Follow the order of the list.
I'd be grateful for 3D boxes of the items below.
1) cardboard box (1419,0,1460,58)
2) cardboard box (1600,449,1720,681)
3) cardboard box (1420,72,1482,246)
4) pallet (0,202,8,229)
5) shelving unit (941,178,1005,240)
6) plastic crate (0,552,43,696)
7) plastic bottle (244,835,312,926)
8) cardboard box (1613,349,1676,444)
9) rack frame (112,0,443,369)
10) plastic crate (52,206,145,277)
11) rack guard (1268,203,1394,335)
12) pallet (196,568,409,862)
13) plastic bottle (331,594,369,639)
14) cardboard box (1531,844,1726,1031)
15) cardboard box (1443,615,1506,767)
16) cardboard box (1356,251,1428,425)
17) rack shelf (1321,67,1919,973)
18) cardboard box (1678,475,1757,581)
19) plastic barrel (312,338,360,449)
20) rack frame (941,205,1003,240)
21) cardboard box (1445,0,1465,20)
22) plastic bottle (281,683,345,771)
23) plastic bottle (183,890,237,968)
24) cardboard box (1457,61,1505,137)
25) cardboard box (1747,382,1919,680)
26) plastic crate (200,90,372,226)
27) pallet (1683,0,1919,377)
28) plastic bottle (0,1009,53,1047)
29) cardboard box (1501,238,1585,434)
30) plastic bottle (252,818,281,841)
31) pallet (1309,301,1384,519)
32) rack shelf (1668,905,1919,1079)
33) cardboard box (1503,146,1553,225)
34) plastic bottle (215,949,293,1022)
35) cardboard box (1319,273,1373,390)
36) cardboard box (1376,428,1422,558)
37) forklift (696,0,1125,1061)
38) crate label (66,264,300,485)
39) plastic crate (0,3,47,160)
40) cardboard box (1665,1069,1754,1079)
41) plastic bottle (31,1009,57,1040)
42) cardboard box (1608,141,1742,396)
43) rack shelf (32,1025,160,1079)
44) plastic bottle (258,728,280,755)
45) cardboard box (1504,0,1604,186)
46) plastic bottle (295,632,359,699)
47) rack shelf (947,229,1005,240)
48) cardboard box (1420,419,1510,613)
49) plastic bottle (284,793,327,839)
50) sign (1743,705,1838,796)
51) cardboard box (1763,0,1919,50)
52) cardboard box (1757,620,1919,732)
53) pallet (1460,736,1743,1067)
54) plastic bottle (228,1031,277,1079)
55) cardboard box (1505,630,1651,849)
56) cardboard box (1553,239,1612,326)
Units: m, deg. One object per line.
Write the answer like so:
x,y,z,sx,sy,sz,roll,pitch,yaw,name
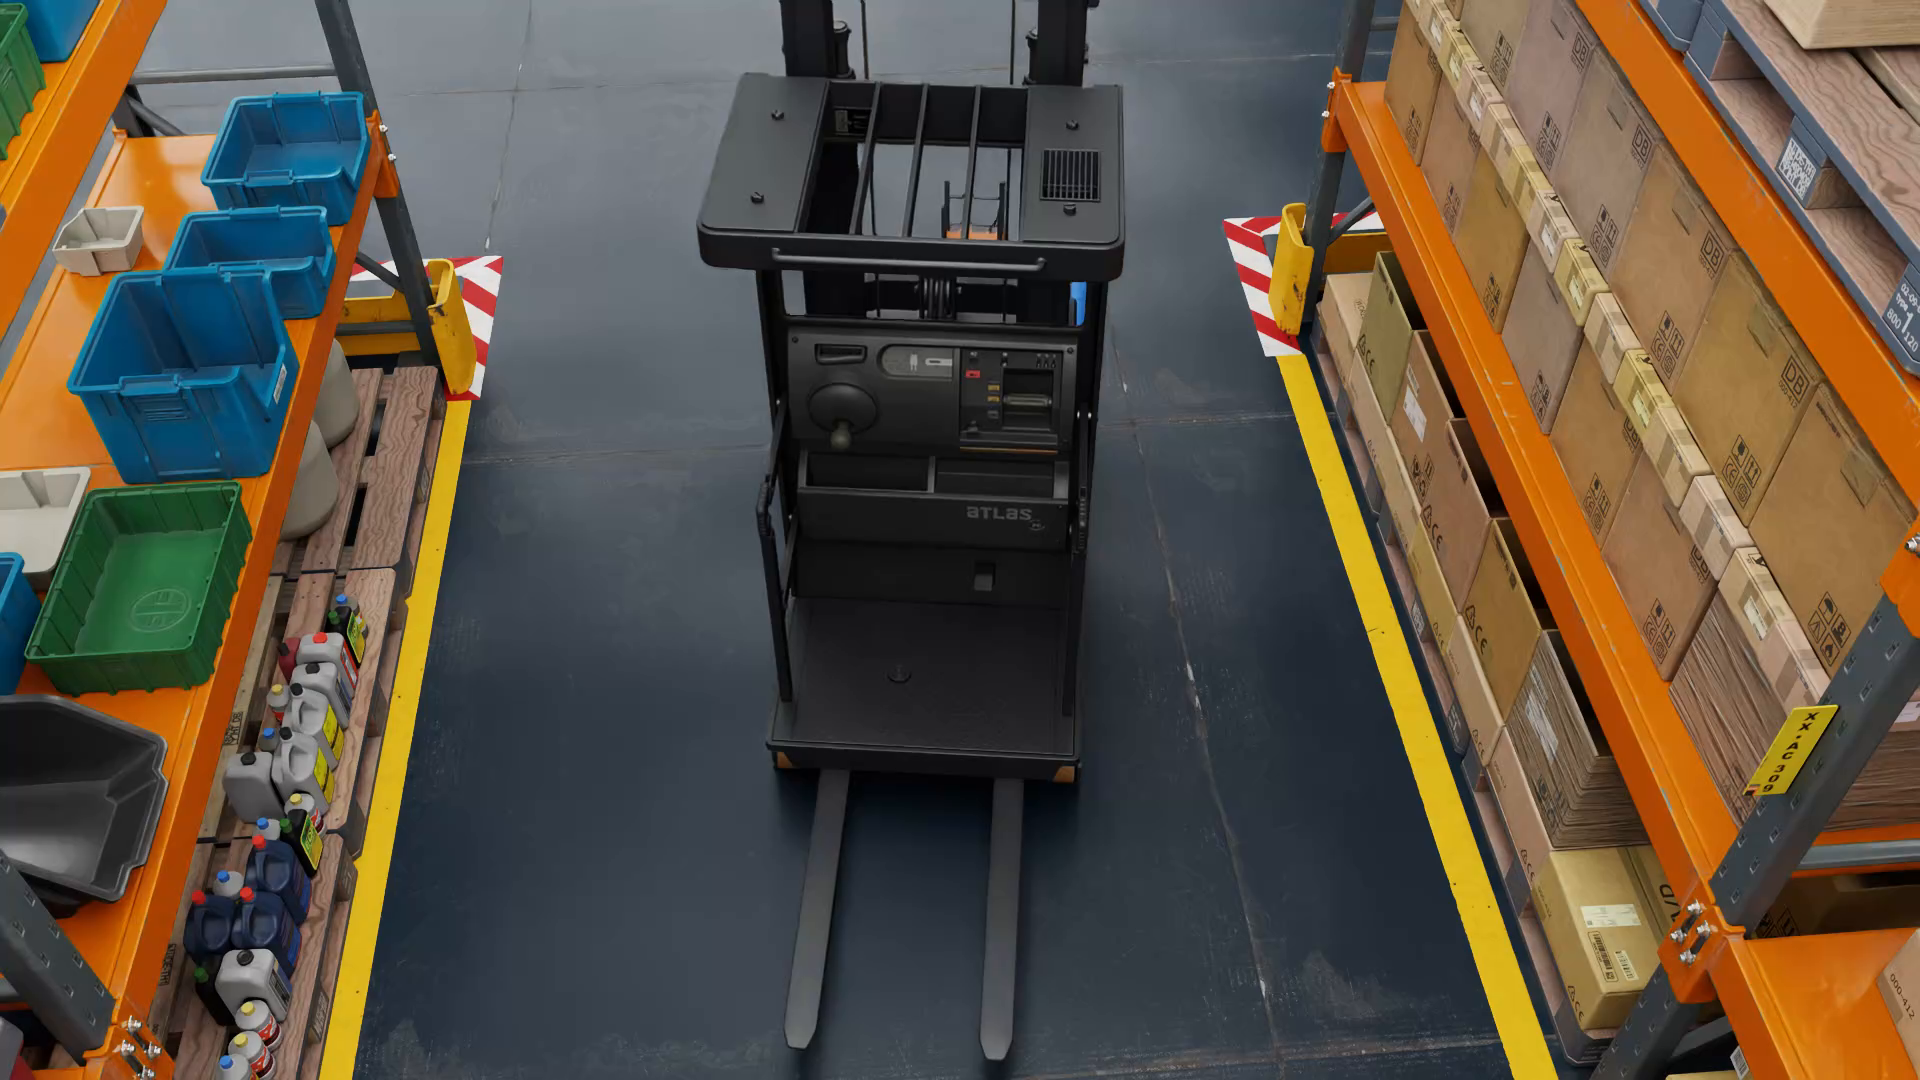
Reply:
1.917,-1.899,6.104,0.380,0.149,0.250,-5,47,-4,cardboard box
2.314,0.028,4.725,0.700,0.500,0.500,-4,47,-4,cardboard box
2.149,-1.446,6.121,0.700,0.500,0.500,-2,47,-2,cardboard box
-2.686,-0.420,3.283,1.213,0.211,1.003,-3,47,-3,pallet
0.054,-0.951,6.960,0.258,1.200,0.189,3,47,2,shelving unit
-2.891,0.329,4.611,0.499,0.251,0.616,-3,47,-3,plastic crate
-2.198,1.076,5.323,0.144,0.351,0.185,-5,47,-5,plastic bottle
2.089,-0.413,4.696,0.380,0.149,0.250,-4,47,-3,cardboard box
-2.863,-1.832,6.555,1.000,3.000,0.127,-3,47,-3,rack frame
-3.109,-1.074,6.019,0.298,0.136,0.250,-3,47,-3,plastic crate
2.071,-1.288,7.762,1.175,0.500,0.348,-3,47,-3,rack guard
-2.648,0.648,6.127,1.003,0.211,1.213,-3,47,-3,pallet
-2.272,0.282,6.178,0.097,0.201,0.097,0,47,0,plastic bottle
2.152,1.243,5.248,0.500,0.250,0.500,-3,47,-3,cardboard box
2.063,0.520,5.933,0.500,0.250,0.500,-3,47,-3,cardboard box
1.940,-0.824,6.689,0.500,0.500,0.500,-3,47,-3,cardboard box
2.241,-0.436,5.729,1.077,0.370,4.000,-3,47,-3,rack shelf
2.129,-0.045,4.348,0.380,0.149,0.250,-5,47,-4,cardboard box
-2.732,-0.649,6.859,0.421,0.512,0.421,0,47,0,plastic barrel
0.048,-0.884,6.898,0.240,1.200,0.006,3,47,2,rack frame
2.104,-2.234,5.974,0.700,0.500,0.500,-3,47,-3,cardboard box
-2.249,0.634,5.741,0.144,0.351,0.185,-2,47,-2,plastic bottle
-2.326,1.222,5.185,0.144,0.351,0.185,-3,47,-3,plastic bottle
1.955,-1.536,5.760,0.380,0.149,0.250,-4,47,-4,cardboard box
2.365,-0.037,3.893,0.700,0.500,0.500,-3,47,-3,cardboard box
-2.523,-1.436,6.283,0.499,0.251,0.616,-3,47,-3,plastic crate
2.311,-0.852,3.623,1.003,0.211,1.213,-3,47,-3,pallet
-2.869,1.374,5.041,0.144,0.351,0.185,-5,47,-4,plastic bottle
2.232,-0.706,5.420,0.700,0.500,0.500,-2,47,-2,cardboard box
-2.247,0.999,5.450,0.097,0.271,0.097,0,47,0,plastic bottle
2.179,-0.620,7.329,1.003,0.211,1.213,-3,47,-3,pallet
2.576,2.459,2.988,1.077,0.370,4.000,-3,47,-3,rack shelf
2.002,-1.159,5.402,0.380,0.149,0.250,-4,47,-4,cardboard box
-2.172,1.358,5.107,0.152,0.276,0.135,-2,47,-2,plastic bottle
1.897,-0.927,7.303,0.500,0.250,0.500,-3,47,-3,cardboard box
1.984,-0.204,6.618,0.500,0.250,0.500,-3,47,-3,cardboard box
-0.102,-0.378,5.226,1.130,2.935,3.031,3,47,2,forklift
-2.439,-0.528,5.297,0.502,0.435,0.616,-3,47,-3,crate label
-2.389,-1.054,3.899,0.336,0.188,0.450,-3,47,-3,plastic crate
2.195,1.687,4.442,0.500,0.311,0.500,-3,47,-3,cardboard box
-2.725,1.365,5.049,0.144,0.351,0.185,-3,47,-3,plastic bottle
2.280,-0.765,4.583,0.700,0.500,0.500,-4,47,-3,cardboard box
-2.361,2.757,2.705,1.077,0.370,4.000,-3,47,-3,rack shelf
-2.366,0.725,5.759,0.097,0.201,0.097,0,47,0,plastic bottle
2.197,-1.489,5.268,0.700,0.500,0.500,-3,47,-3,cardboard box
-2.278,0.440,5.977,0.152,0.276,0.135,-3,47,-3,plastic bottle
0.054,-1.168,6.731,0.258,0.103,0.180,3,47,2,rack shelf
2.020,-0.100,6.003,0.500,0.500,0.500,-3,47,-3,cardboard box
-2.198,0.921,5.572,0.097,0.201,0.097,0,47,0,plastic bottle
1.855,0.474,3.721,0.100,0.325,0.005,-3,47,-3,sign
2.035,-1.230,3.706,0.380,0.149,0.250,-3,47,-3,cardboard box
2.172,0.323,3.999,0.380,0.149,0.250,-4,47,-3,cardboard box
2.383,1.145,5.657,1.003,0.211,1.213,-3,47,-3,pallet
-2.126,1.543,4.984,0.097,0.201,0.097,0,47,0,plastic bottle
2.121,0.623,5.319,0.500,0.500,0.500,-3,47,-3,cardboard box
2.042,-0.788,5.051,0.380,0.149,0.250,-2,47,-2,cardboard box
